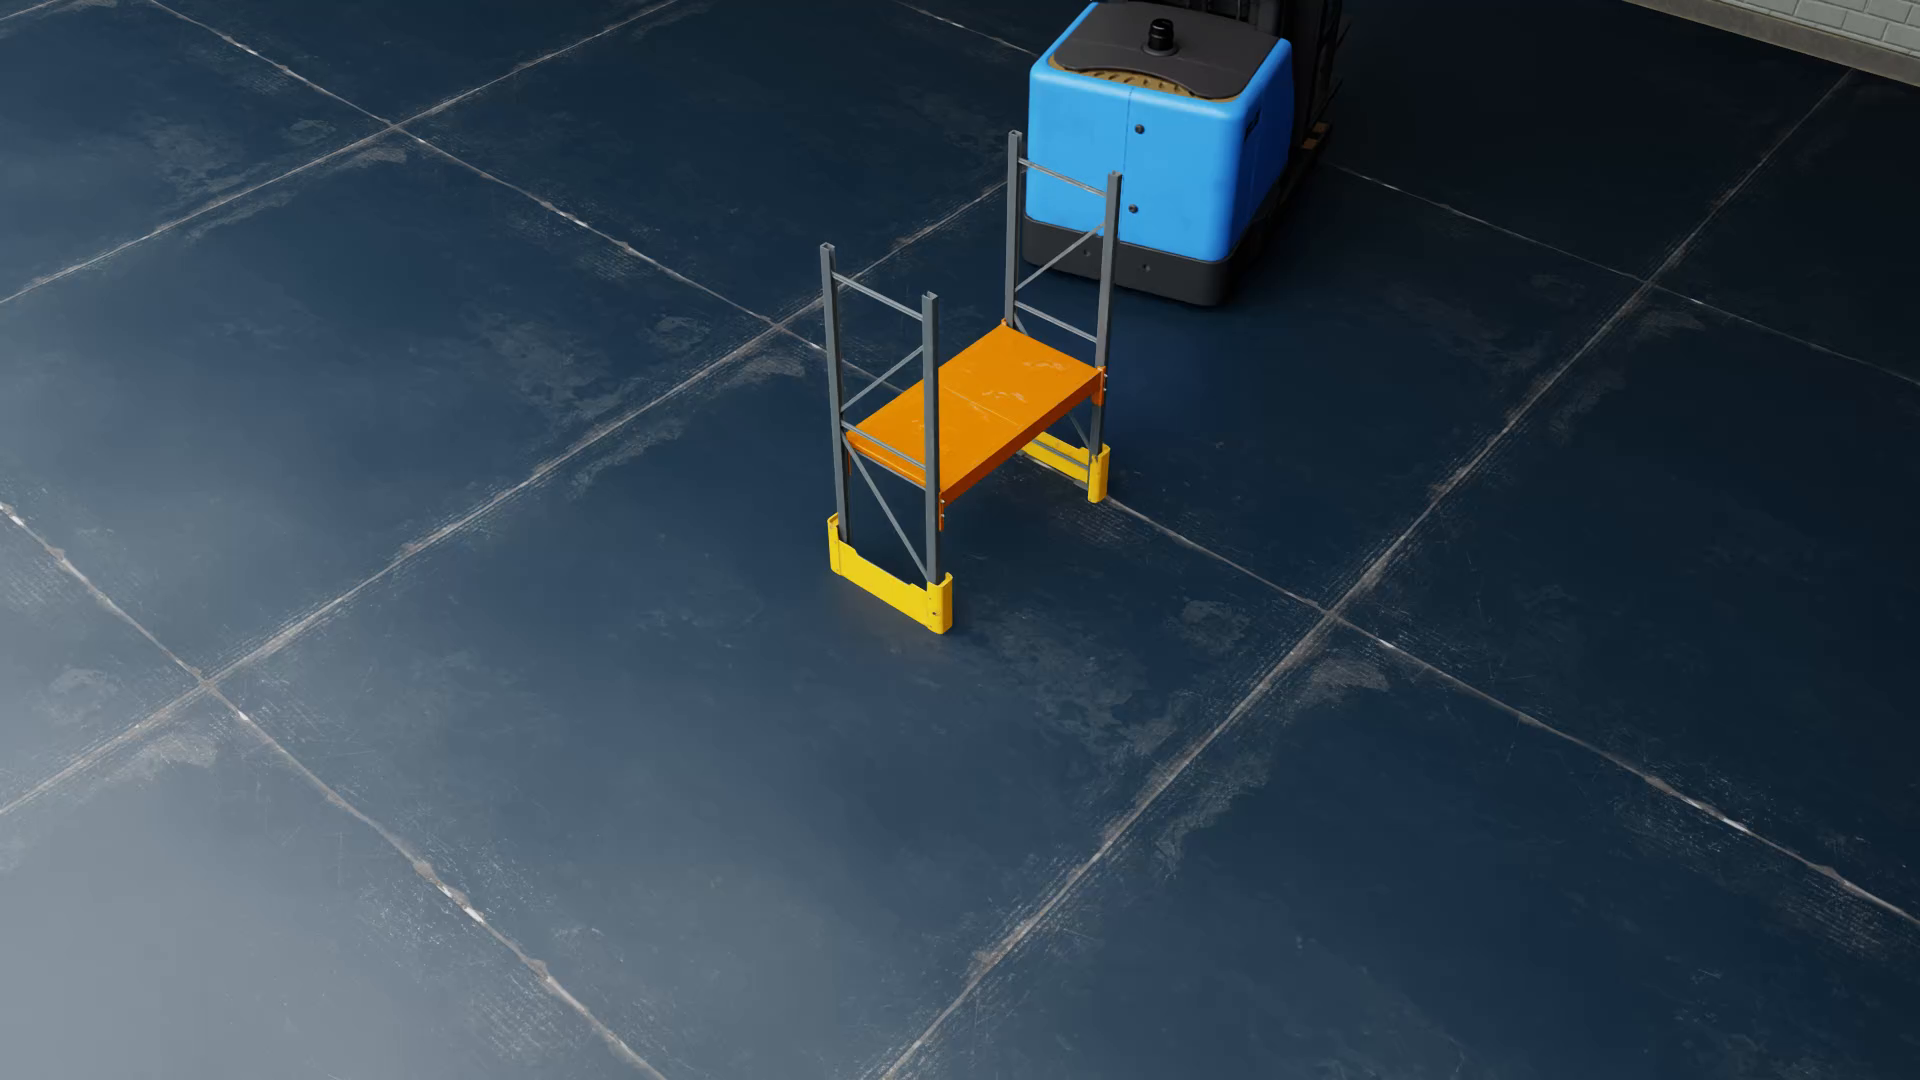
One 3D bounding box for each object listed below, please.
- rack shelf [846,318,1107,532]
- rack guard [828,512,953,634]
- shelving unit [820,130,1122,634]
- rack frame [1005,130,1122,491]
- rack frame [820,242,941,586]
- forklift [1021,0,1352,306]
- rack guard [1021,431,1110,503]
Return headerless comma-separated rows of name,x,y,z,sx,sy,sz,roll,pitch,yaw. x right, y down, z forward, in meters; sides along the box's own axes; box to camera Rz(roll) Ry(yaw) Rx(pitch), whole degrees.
rack shelf,0.055,-0.466,6.415,0.538,0.185,1.000,29,50,28
rack guard,-0.271,0.125,6.427,0.587,0.250,0.087,29,50,28
shelving unit,0.049,-0.594,6.289,0.587,1.500,1.083,29,50,28
rack frame,0.382,-0.861,6.582,0.500,1.500,0.032,29,50,28
rack frame,-0.272,-0.337,6.006,0.500,1.500,0.032,29,50,28
forklift,1.377,-3.186,8.075,1.130,2.935,3.031,17,45,18
rack guard,0.370,-0.388,6.991,0.587,0.250,0.087,29,50,28
